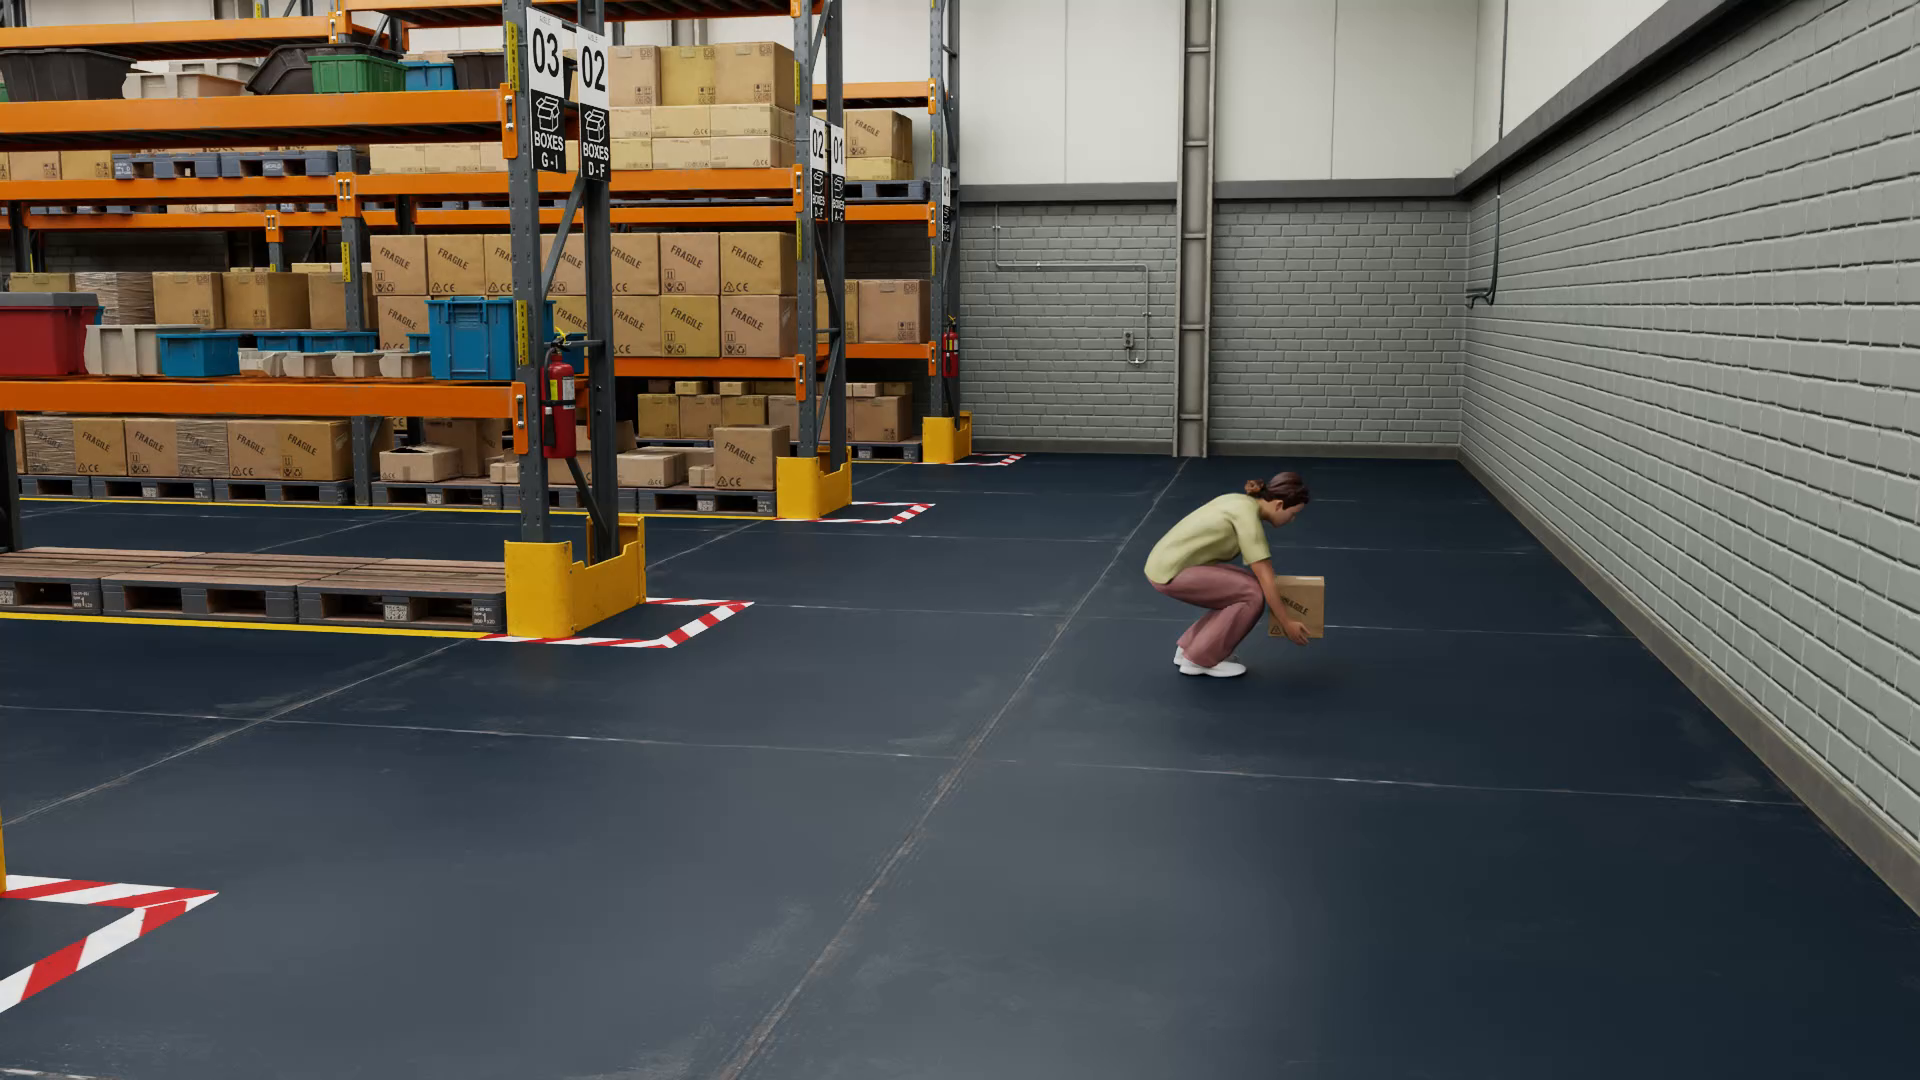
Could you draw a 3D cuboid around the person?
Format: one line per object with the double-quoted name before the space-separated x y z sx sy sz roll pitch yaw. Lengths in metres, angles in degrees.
"person" 1.264 0.150 7.855 0.779 0.954 0.484 2 8 11
